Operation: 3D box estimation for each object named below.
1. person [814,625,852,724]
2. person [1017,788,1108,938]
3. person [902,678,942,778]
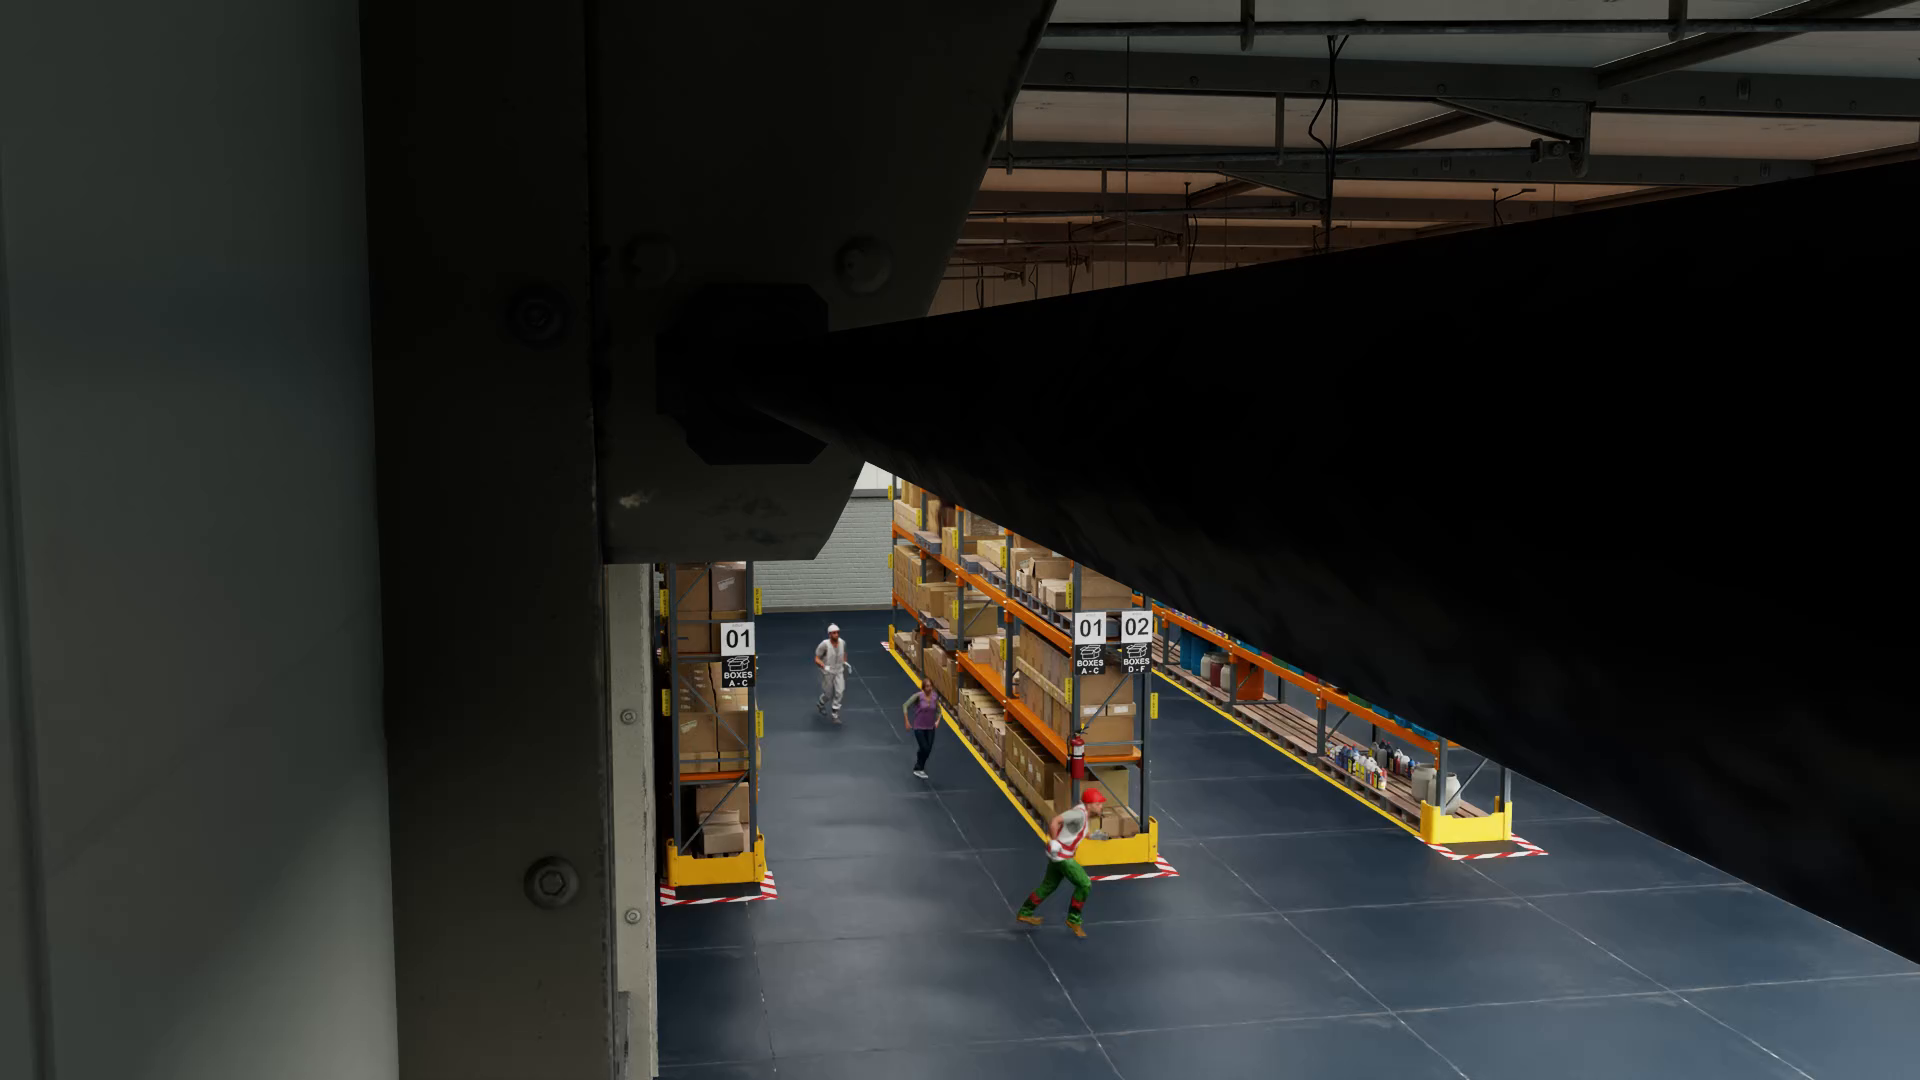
[{"bbox_3d":[-2.283,2.320,29.164,0.653,1.740,0.831,-3,7,-26],"label":"person"},{"bbox_3d":[1.110,3.552,18.302,1.011,1.711,0.707,2,6,15],"label":"person"},{"bbox_3d":[-0.560,2.855,25.151,0.610,1.539,0.506,-2,7,-22],"label":"person"}]
